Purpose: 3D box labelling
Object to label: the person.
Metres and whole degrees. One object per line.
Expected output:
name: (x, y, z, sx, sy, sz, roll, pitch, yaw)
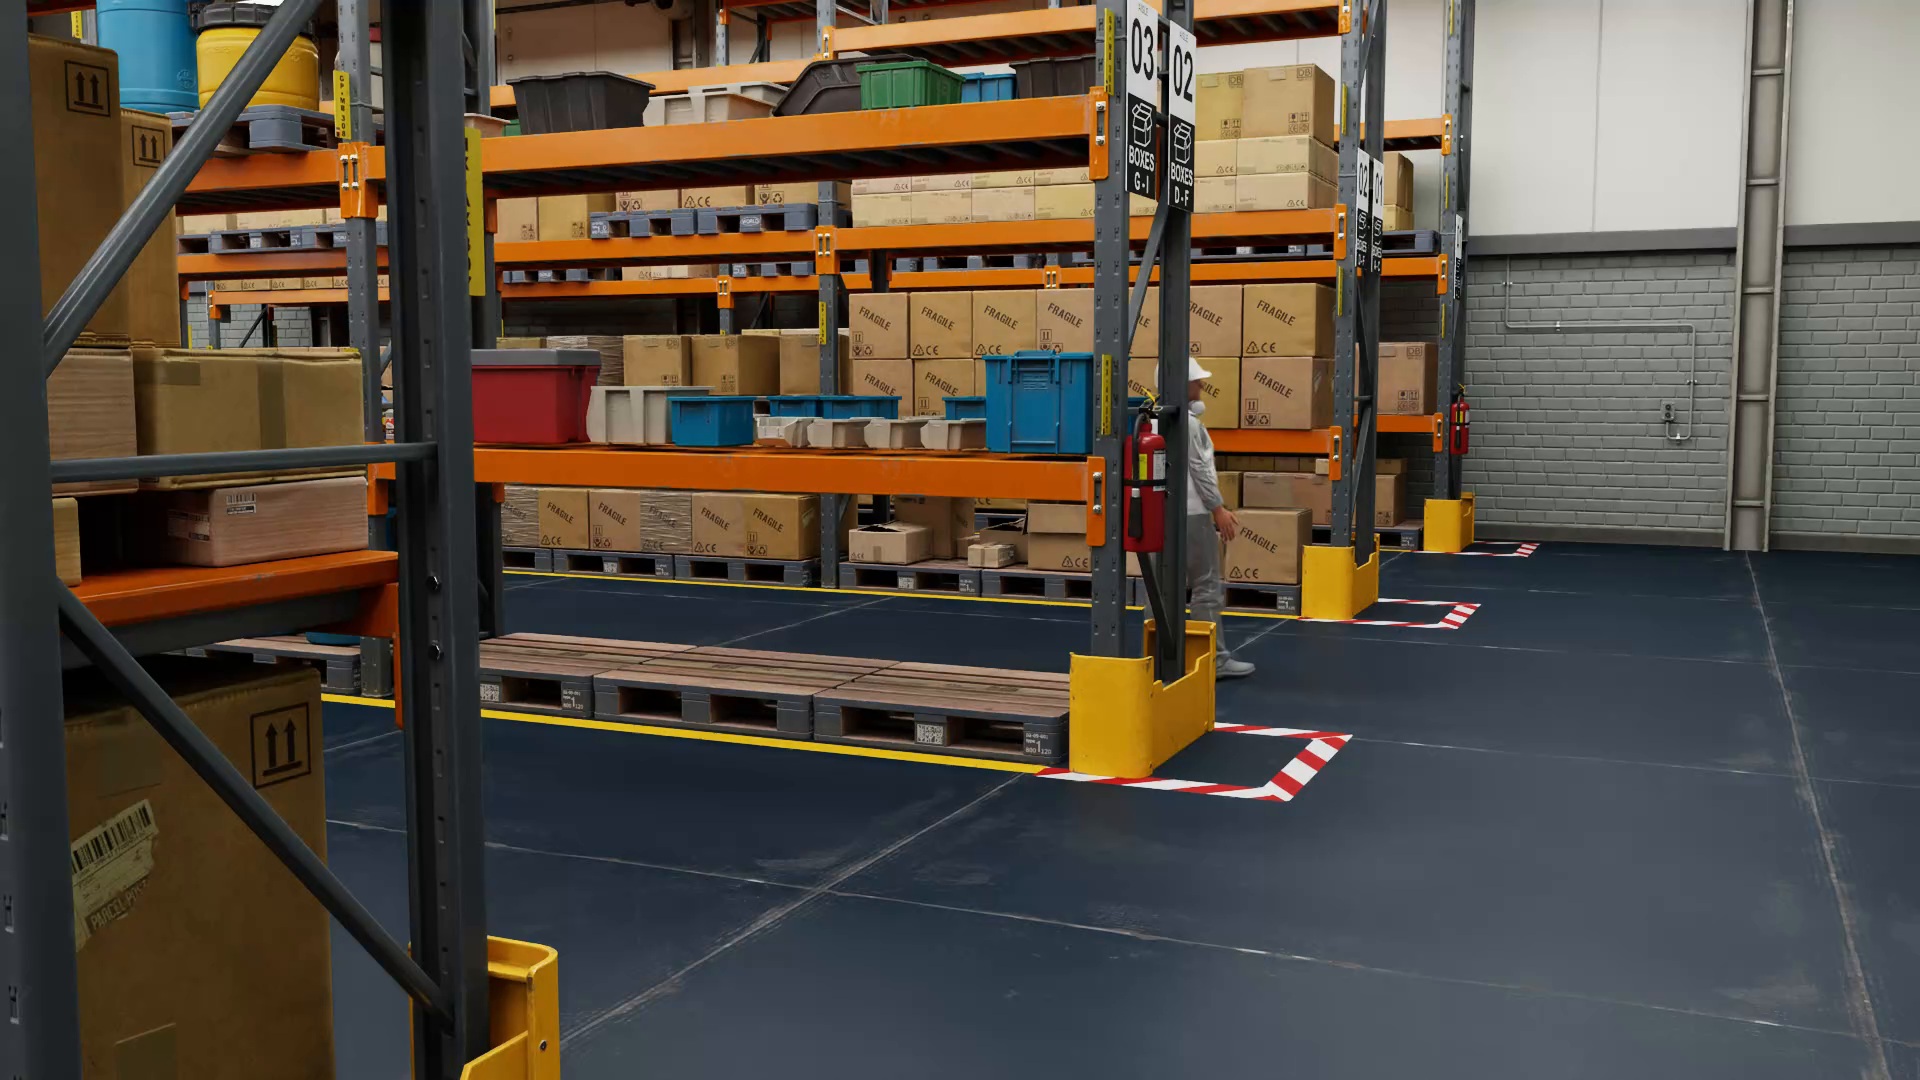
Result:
person: (1.315, -0.139, 9.187, 0.572, 1.773, 0.614, -2, 6, -16)
